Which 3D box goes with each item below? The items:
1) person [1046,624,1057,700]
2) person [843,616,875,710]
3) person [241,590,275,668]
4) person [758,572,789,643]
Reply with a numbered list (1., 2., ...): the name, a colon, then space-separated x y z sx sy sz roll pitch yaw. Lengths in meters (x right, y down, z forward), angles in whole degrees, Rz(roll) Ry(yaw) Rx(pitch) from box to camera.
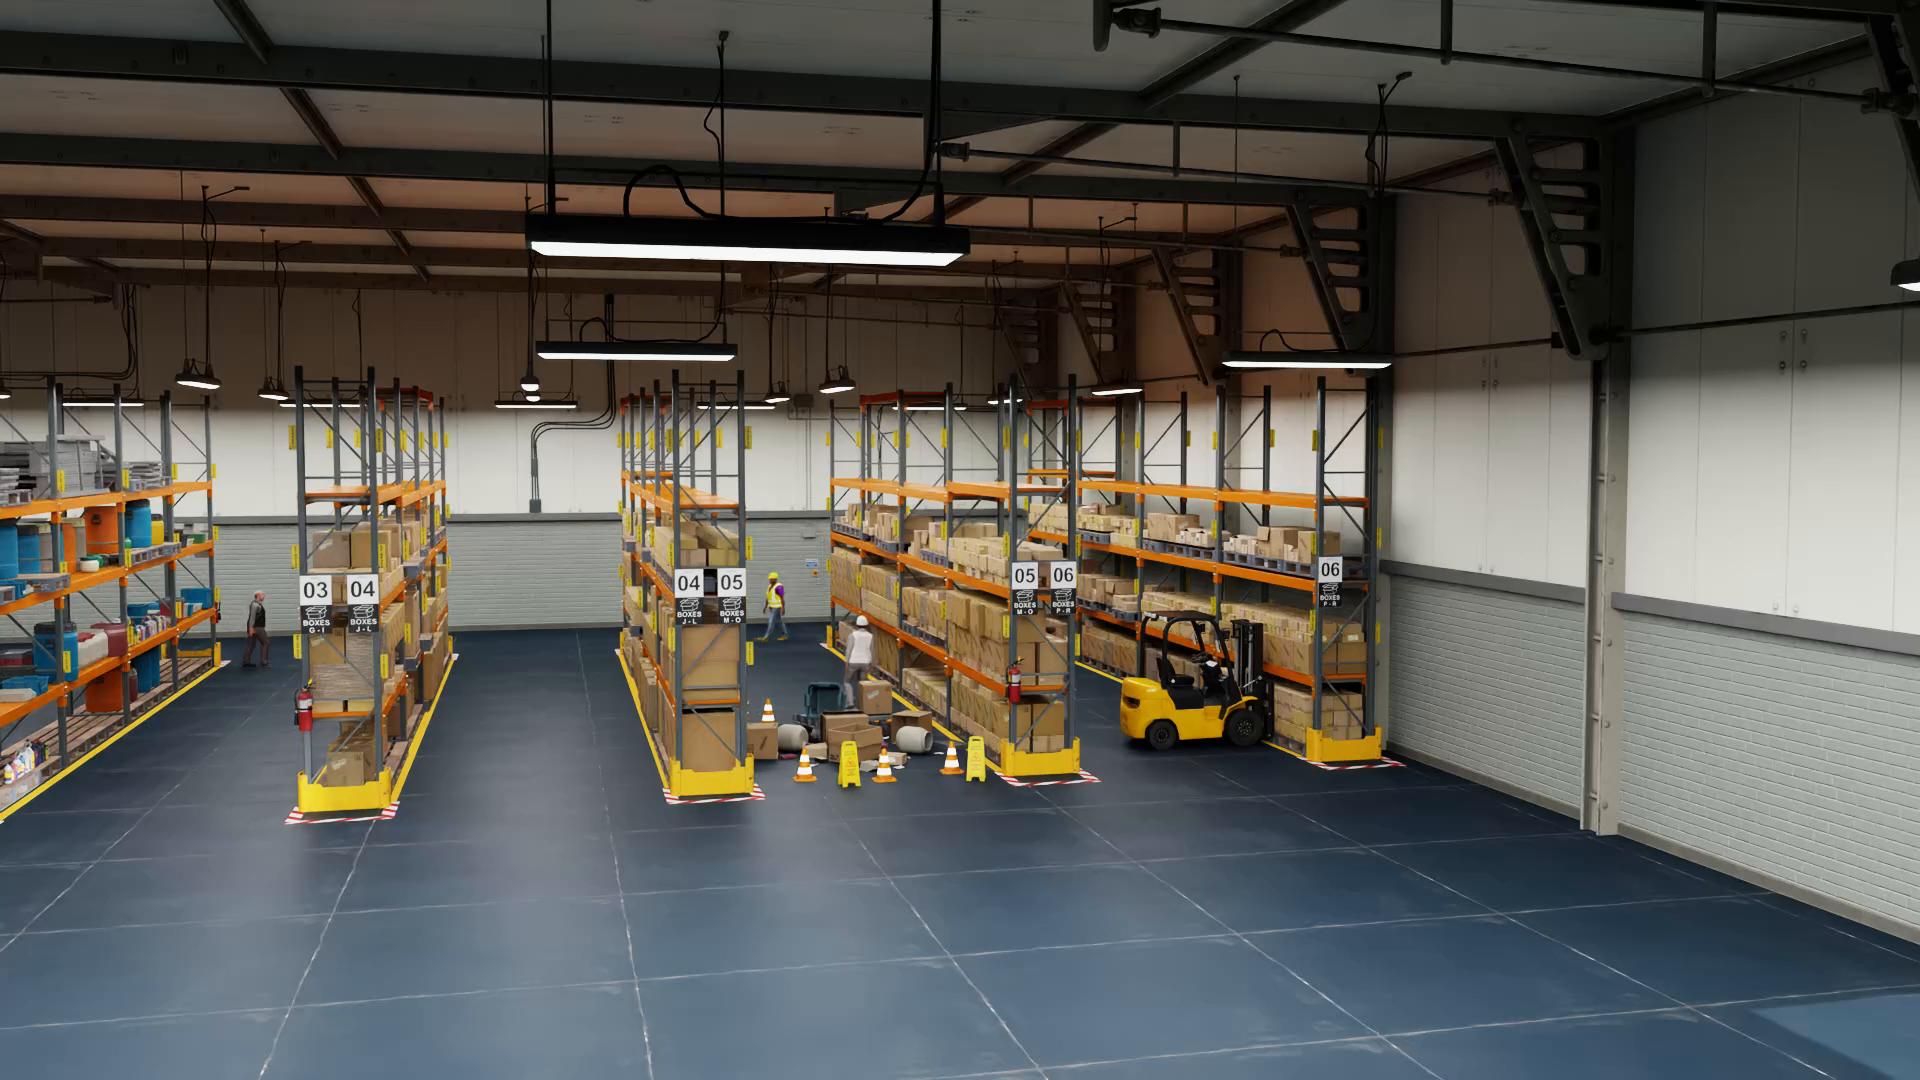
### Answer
1. person: 1.630 2.370 30.284 0.486 1.691 0.396 -3 4 -37
2. person: -1.876 2.278 30.653 0.615 1.773 0.412 -1 4 -16
3. person: -15.527 1.977 36.657 0.657 1.750 0.516 -3 5 -43
4. person: -4.655 1.672 41.288 0.896 1.741 0.607 -2 4 -34
